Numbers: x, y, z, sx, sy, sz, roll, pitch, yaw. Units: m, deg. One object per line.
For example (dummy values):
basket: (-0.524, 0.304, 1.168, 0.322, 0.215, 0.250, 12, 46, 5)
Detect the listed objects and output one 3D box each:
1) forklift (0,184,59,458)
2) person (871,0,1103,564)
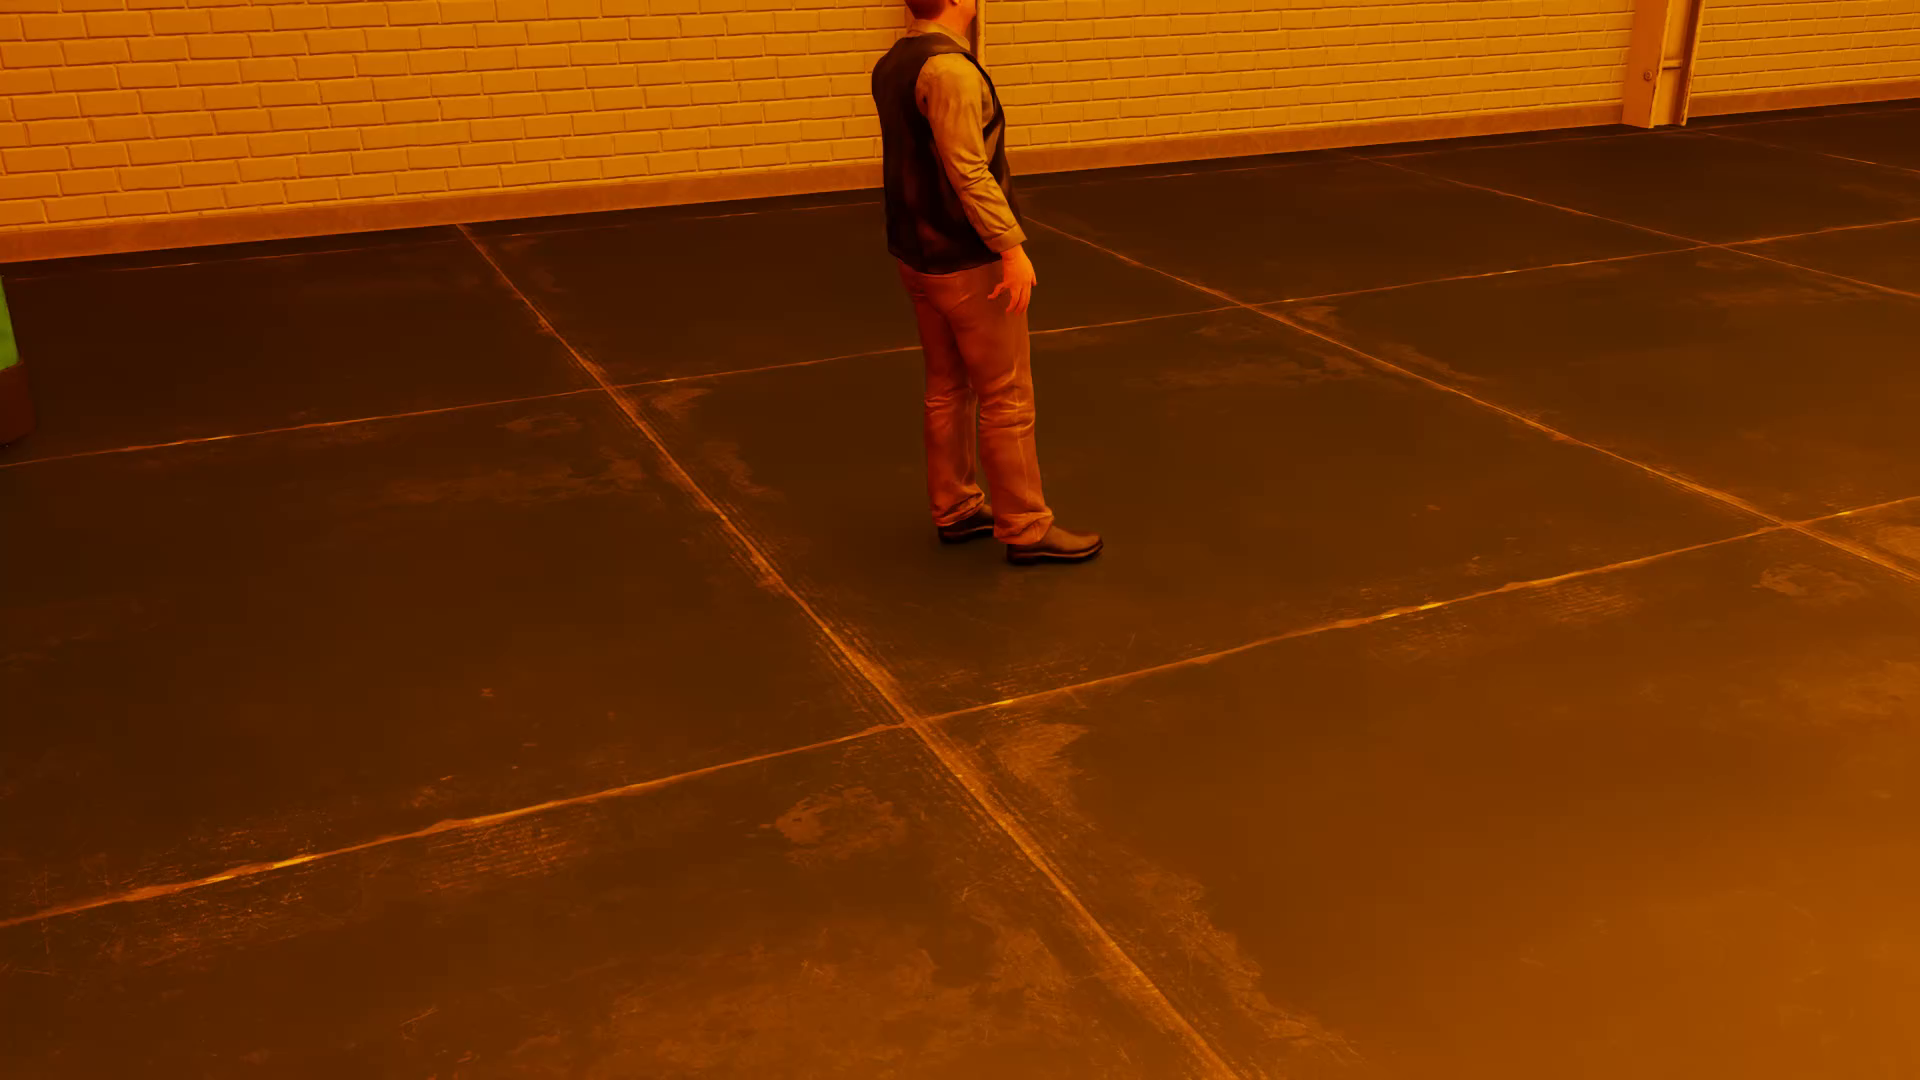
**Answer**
forklift: (-4.741, -1.589, 5.112, 3.031, 2.935, 1.130, 3, 23, 7)
person: (0.059, -0.809, 4.791, 0.568, 1.720, 0.632, -10, 25, -23)
